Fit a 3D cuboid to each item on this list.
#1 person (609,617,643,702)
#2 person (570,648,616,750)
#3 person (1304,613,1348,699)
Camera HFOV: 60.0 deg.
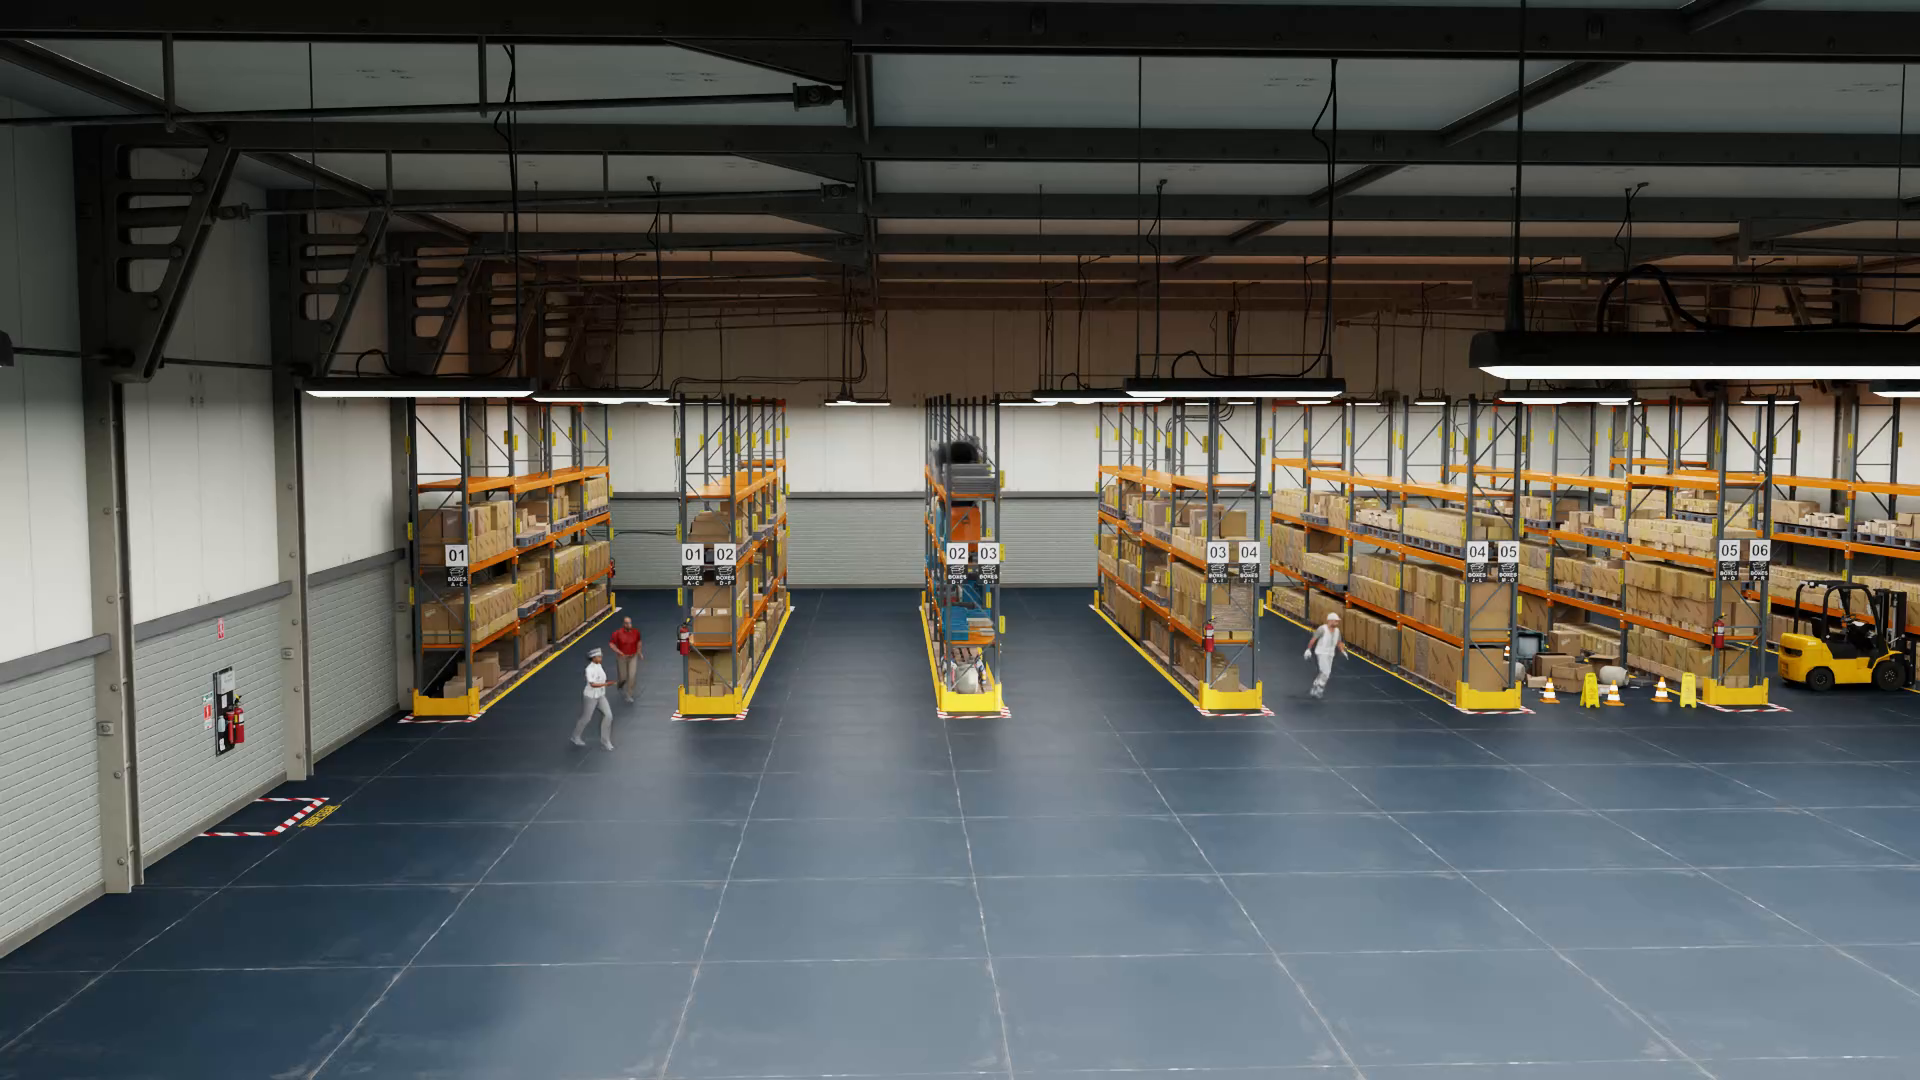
[{"bbox_3d":[-6.547,2.326,32.586,0.659,1.678,0.776,-2,5,-21],"label":"person"},{"bbox_3d":[-6.155,2.672,27.942,0.848,1.749,0.524,2,5,19],"label":"person"},{"bbox_3d":[7.182,2.271,32.587,0.644,1.719,0.733,-3,5,-32],"label":"person"}]
